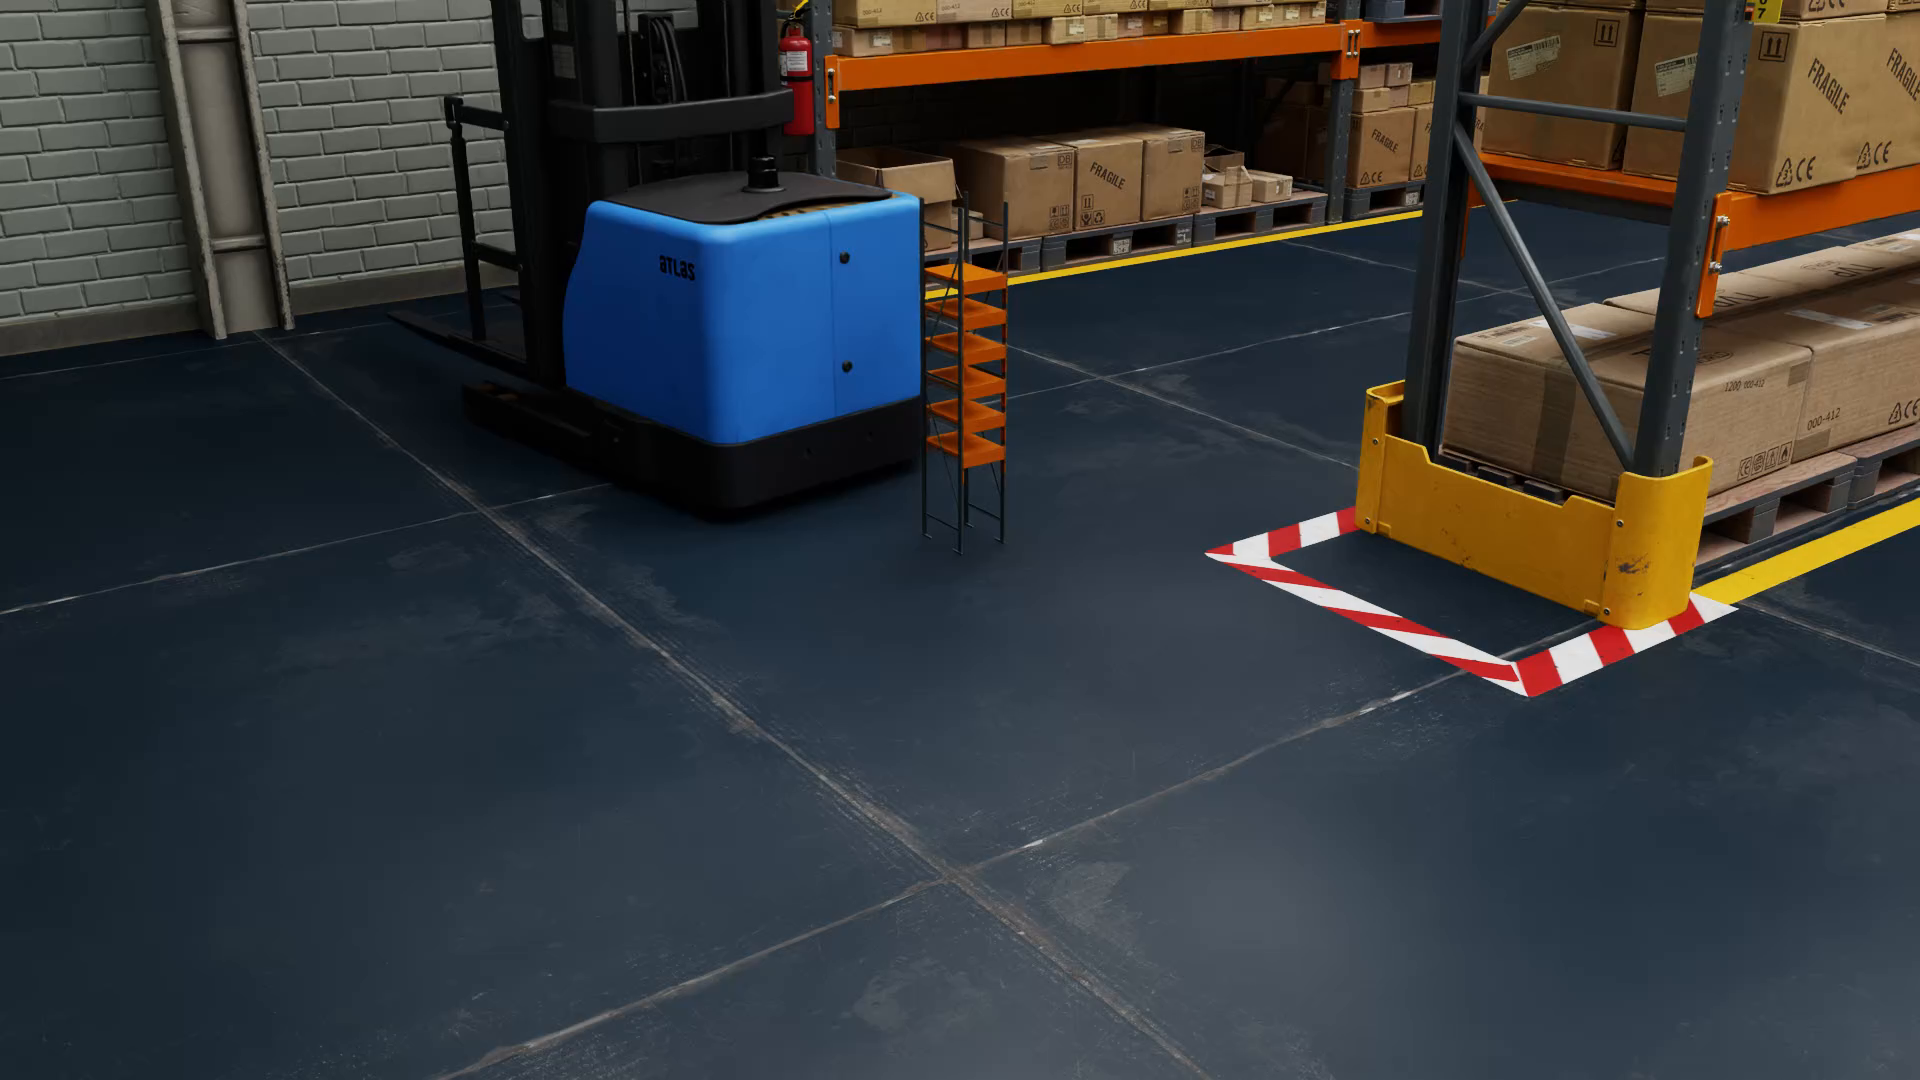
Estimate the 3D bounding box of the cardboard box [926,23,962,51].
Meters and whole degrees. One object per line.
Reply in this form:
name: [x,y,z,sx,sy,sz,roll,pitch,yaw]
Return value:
cardboard box: [-0.196,-2.820,9.256,0.250,0.149,0.380,-15,26,-34]

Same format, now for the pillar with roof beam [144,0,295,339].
pillar with roof beam: [-1.197,-3.991,3.756,0.400,9.000,9.100,-15,26,-33]

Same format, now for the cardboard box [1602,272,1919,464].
cardboard box: [3.121,-0.698,6.489,0.875,0.438,0.875,-14,26,-31]

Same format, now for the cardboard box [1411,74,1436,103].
cardboard box: [3.293,-3.216,11.841,0.250,0.149,0.380,-15,26,-34]

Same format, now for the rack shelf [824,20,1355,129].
rack shelf: [0.628,-2.911,10.115,4.000,0.370,1.077,-15,26,-33]

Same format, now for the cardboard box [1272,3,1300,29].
cardboard box: [1.941,-3.353,10.592,0.250,0.149,0.380,-14,26,-31]

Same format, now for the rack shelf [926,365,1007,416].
rack shelf: [0.012,-0.519,5.698,0.180,0.103,0.258,-15,26,-33]

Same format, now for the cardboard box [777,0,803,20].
cardboard box: [-0.778,-3.060,9.319,0.500,0.250,0.500,-14,26,-31]

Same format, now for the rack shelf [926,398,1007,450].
rack shelf: [0.012,-0.408,5.743,0.180,0.103,0.258,-15,26,-33]

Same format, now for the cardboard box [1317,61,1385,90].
cardboard box: [2.662,-3.167,11.316,0.250,0.149,0.380,-15,26,-34]

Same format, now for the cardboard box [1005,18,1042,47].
cardboard box: [0.257,-2.916,9.495,0.250,0.149,0.380,-14,26,-32]

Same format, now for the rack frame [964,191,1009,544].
rack frame: [0.086,-0.580,5.731,0.006,1.200,0.240,-15,26,-33]

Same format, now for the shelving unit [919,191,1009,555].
shelving unit: [0.012,-0.560,5.682,0.189,1.200,0.258,-15,26,-33]

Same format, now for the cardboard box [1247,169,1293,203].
cardboard box: [1.970,-2.340,10.993,0.250,0.149,0.380,-16,27,-34]

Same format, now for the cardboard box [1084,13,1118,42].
cardboard box: [0.708,-3.011,9.734,0.250,0.149,0.380,-14,26,-32]

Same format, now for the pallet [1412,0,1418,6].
pallet: [3.922,-4.032,12.213,1.213,0.211,1.003,-15,26,-33]

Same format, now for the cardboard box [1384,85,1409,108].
cardboard box: [2.877,-3.094,11.534,0.250,0.149,0.380,-16,27,-34]

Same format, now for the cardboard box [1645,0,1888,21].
cardboard box: [2.462,-1.849,4.998,0.500,0.500,0.500,-16,27,-34]

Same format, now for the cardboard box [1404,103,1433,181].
cardboard box: [3.202,-2.867,11.841,0.500,0.500,0.500,-15,26,-34]

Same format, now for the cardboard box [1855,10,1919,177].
cardboard box: [2.858,-1.501,5.477,0.500,0.500,0.500,-15,26,-34]

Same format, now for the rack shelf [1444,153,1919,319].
rack shelf: [3.529,-1.418,6.374,4.000,0.370,1.077,-15,26,-33]

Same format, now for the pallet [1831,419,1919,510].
pallet: [3.499,-0.484,6.824,1.213,0.211,1.003,-15,26,-33]

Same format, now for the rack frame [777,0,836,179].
rack frame: [-0.996,-2.812,8.896,0.127,3.000,1.000,-15,26,-33]

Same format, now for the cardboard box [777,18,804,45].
cardboard box: [-0.884,-2.848,9.325,0.250,0.149,0.380,-15,26,-33]

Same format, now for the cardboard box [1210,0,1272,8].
cardboard box: [1.582,-3.450,10.296,0.500,0.250,0.500,-15,26,-33]

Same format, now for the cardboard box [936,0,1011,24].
cardboard box: [-0.061,-3.007,9.186,0.500,0.250,0.500,-15,26,-32]

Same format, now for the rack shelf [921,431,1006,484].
rack shelf: [0.012,-0.296,5.787,0.180,0.103,0.258,-15,26,-33]

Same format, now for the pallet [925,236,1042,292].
pallet: [-0.288,-1.706,9.888,1.213,0.211,1.003,-15,26,-33]

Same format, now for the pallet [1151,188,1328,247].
pallet: [1.693,-2.234,11.211,1.213,0.211,1.003,-15,26,-33]

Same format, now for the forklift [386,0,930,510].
forklift: [-1.496,-1.931,6.782,1.130,2.935,3.031,-19,29,-40]

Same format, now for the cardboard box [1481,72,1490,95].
cardboard box: [3.721,-3.312,12.081,0.250,0.149,0.380,-14,26,-31]

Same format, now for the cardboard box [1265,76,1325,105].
cardboard box: [2.381,-3.180,11.748,0.250,0.149,0.380,-16,27,-35]

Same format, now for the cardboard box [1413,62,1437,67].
cardboard box: [3.630,-3.518,12.597,0.250,0.149,0.380,-16,27,-35]

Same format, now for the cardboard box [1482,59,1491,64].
cardboard box: [4.048,-3.631,12.878,0.250,0.149,0.380,-16,27,-34]

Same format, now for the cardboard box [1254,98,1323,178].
cardboard box: [2.477,-2.907,11.941,0.500,0.500,0.500,-15,26,-33]

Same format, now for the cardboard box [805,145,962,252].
cardboard box: [-0.444,-1.952,9.542,0.637,0.503,0.797,-16,27,-35]

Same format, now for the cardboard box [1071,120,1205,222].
cardboard box: [1.115,-2.348,10.540,0.500,0.500,0.700,-16,27,-35]

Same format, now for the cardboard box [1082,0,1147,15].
cardboard box: [0.751,-3.235,9.757,0.500,0.250,0.500,-16,27,-34]

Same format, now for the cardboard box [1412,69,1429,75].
cardboard box: [3.231,-3.400,12.301,0.250,0.149,0.380,-14,26,-31]

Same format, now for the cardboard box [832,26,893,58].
cardboard box: [-0.569,-2.684,8.914,0.250,0.149,0.380,-15,26,-33]

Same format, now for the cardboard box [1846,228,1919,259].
cardboard box: [4.581,-1.087,7.463,0.875,0.438,0.875,-15,26,-34]

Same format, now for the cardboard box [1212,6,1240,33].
cardboard box: [1.515,-3.241,10.311,0.250,0.149,0.380,-14,26,-31]

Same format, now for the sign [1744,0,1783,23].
sign: [2.225,-1.590,4.559,0.005,0.325,0.100,-15,26,-33]

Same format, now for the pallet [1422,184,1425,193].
pallet: [3.880,-2.836,12.718,1.213,0.211,1.003,-15,26,-33]

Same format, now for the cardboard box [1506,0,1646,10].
cardboard box: [2.158,-2.006,5.393,0.500,0.500,0.500,-14,26,-31]

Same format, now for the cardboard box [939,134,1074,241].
cardboard box: [0.272,-2.123,9.977,0.500,0.500,0.700,-14,26,-31]

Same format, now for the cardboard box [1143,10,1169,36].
cardboard box: [1.050,-3.155,10.095,0.250,0.149,0.380,-14,26,-32]
